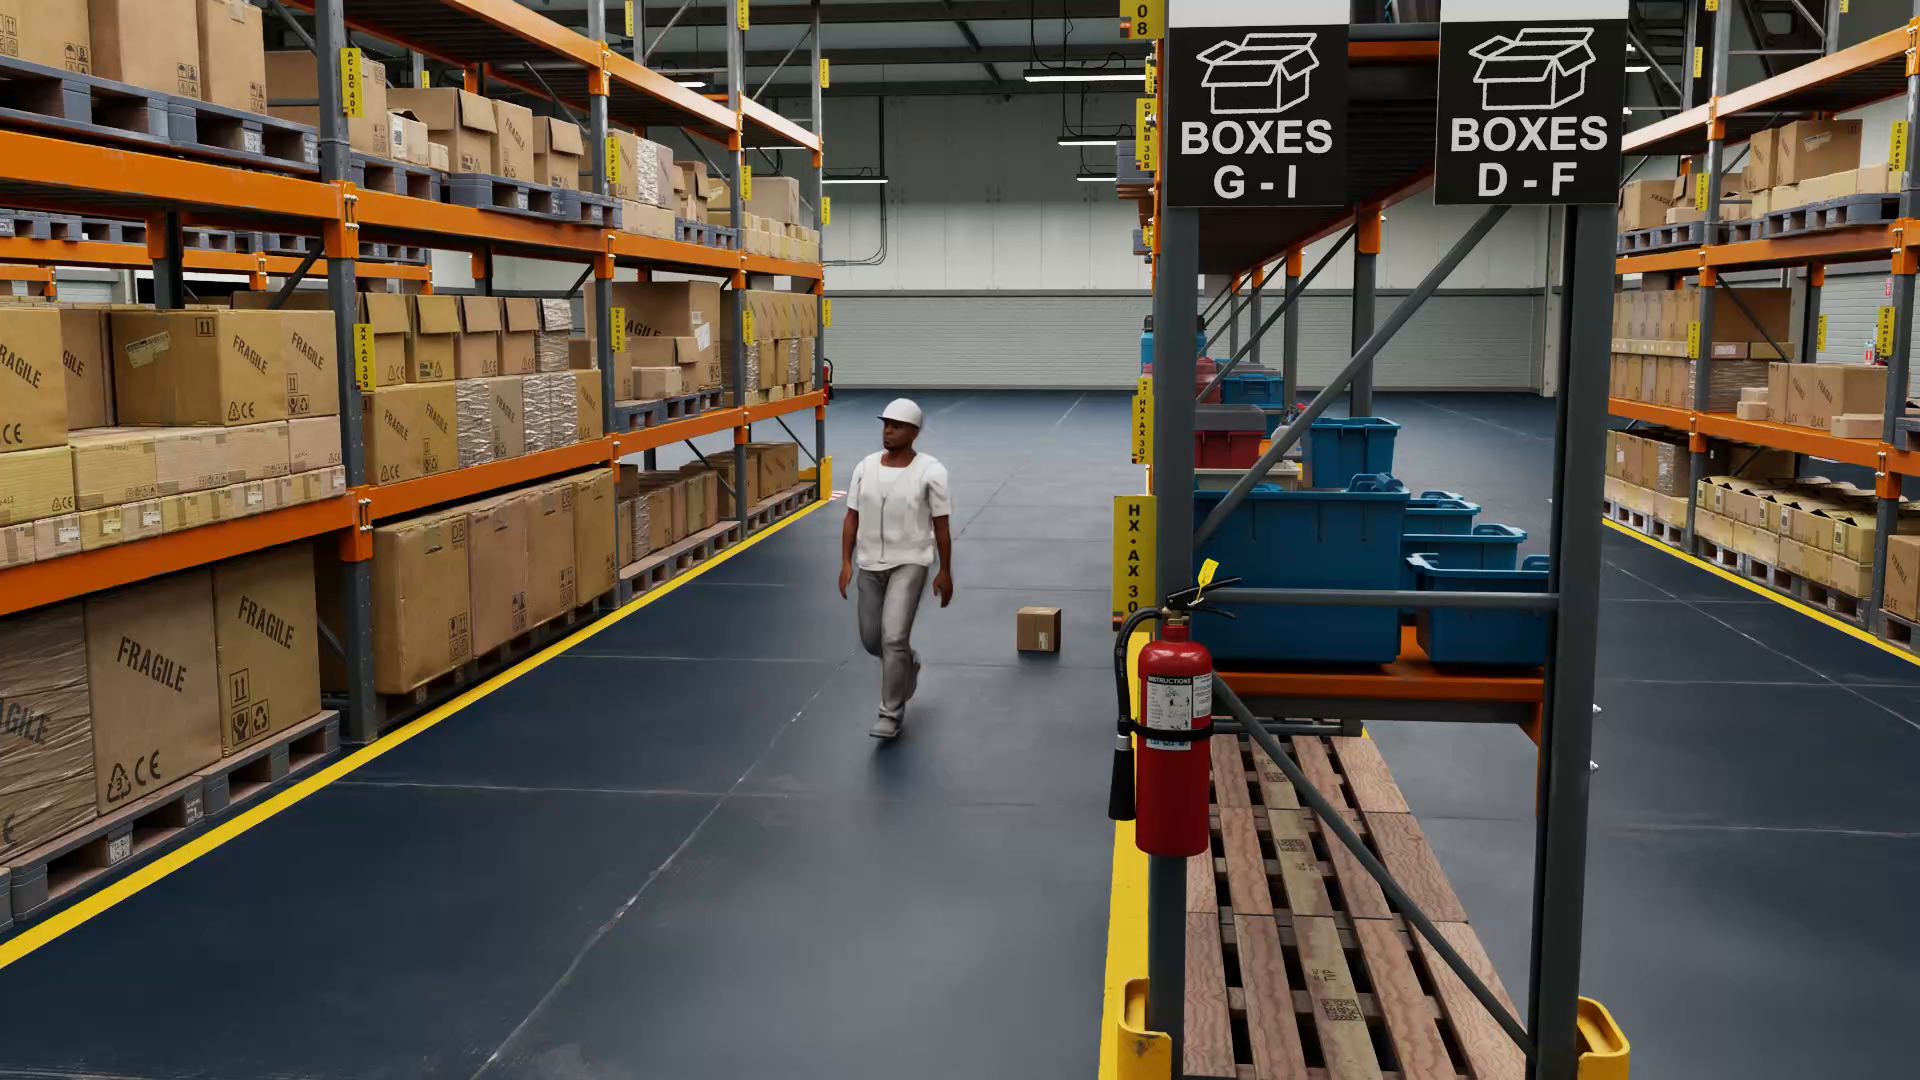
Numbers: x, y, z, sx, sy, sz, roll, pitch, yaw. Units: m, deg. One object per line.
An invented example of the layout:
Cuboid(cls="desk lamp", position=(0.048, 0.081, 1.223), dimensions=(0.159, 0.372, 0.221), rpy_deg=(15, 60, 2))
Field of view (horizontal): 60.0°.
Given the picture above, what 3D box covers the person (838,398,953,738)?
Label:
Cuboid(cls="person", position=(-0.338, 0.124, 8.741), dimensions=(0.592, 1.733, 0.900), rpy_deg=(3, 8, 24))
